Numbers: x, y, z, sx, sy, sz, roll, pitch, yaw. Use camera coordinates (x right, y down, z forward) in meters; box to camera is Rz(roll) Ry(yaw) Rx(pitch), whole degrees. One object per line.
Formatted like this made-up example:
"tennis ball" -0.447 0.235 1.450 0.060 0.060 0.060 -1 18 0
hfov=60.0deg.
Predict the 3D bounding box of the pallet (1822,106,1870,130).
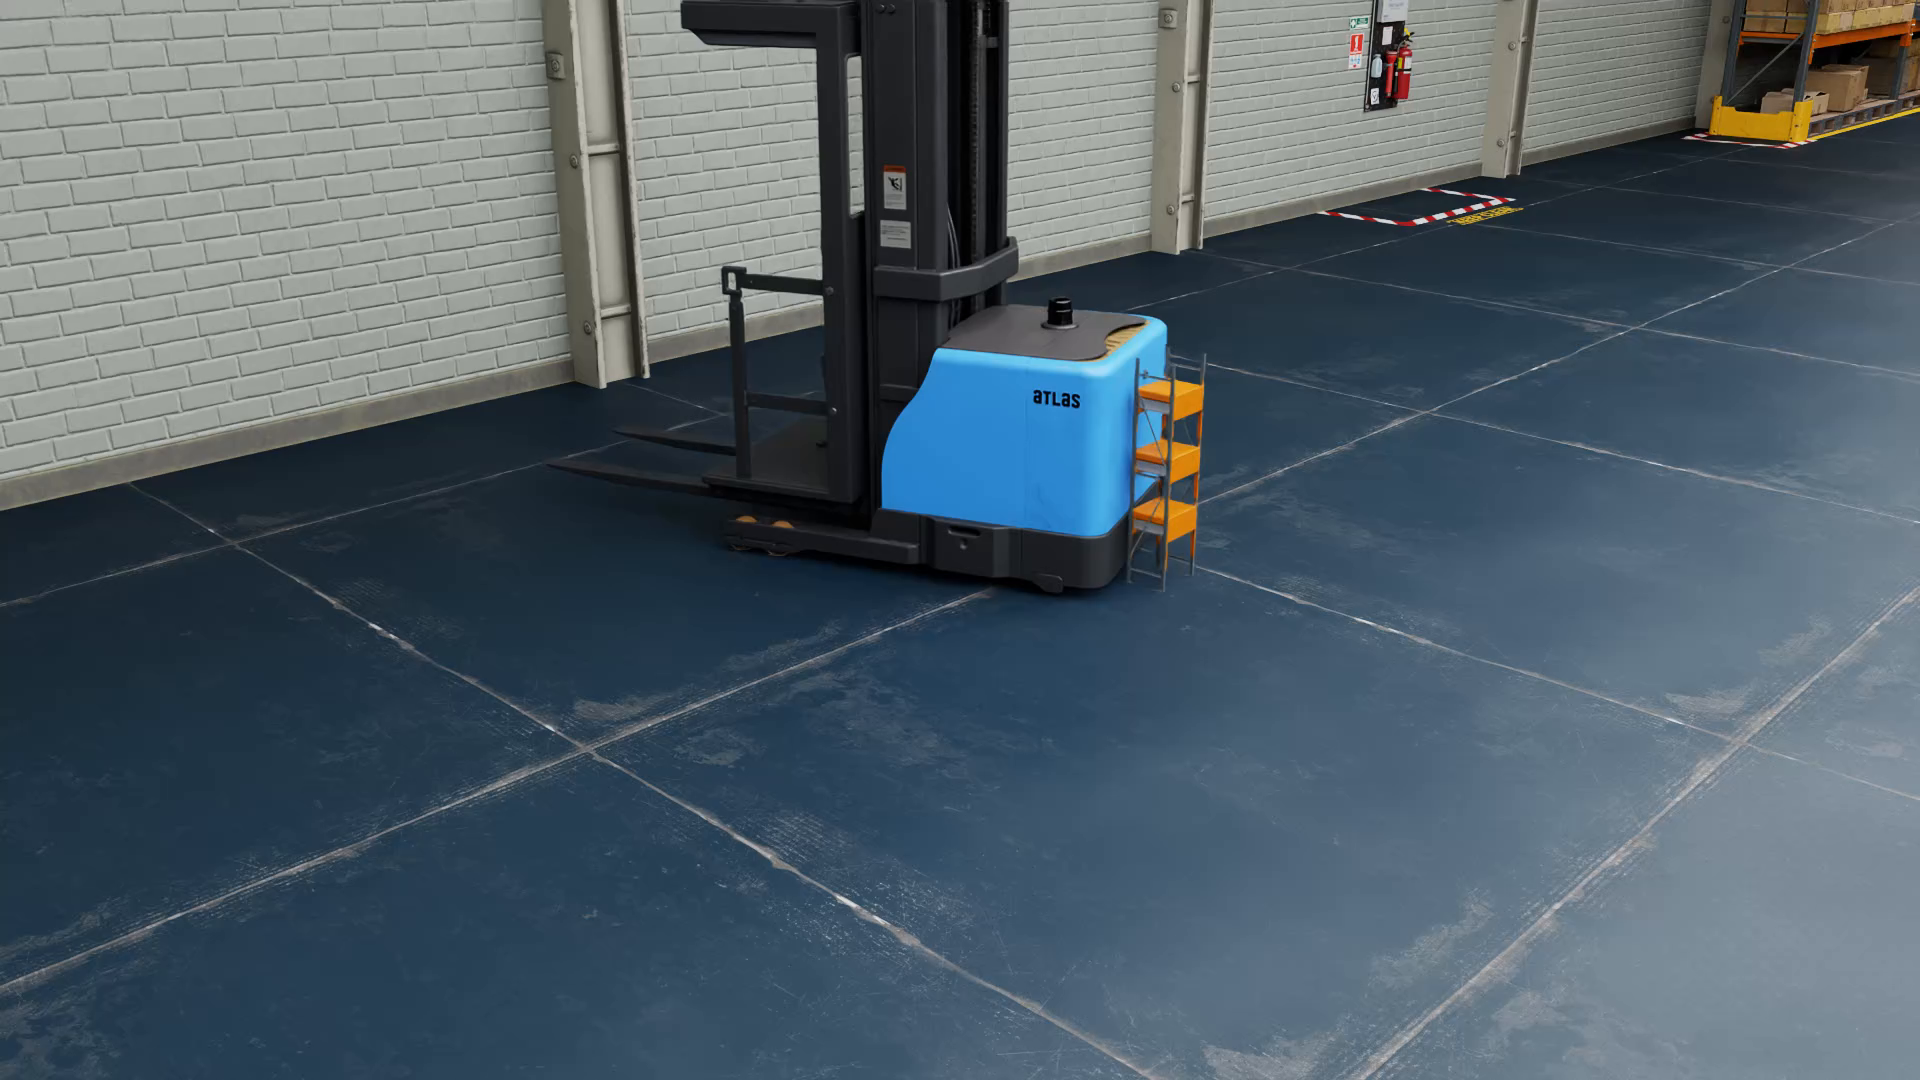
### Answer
"pallet" 11.920 -5.911 23.160 1.003 0.211 1.213 19 28 41

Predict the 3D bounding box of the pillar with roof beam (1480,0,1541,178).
"pillar with roof beam" 9.191 -7.258 14.416 9.100 9.000 0.400 19 28 41

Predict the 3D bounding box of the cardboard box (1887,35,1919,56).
"cardboard box" 14.381 -7.540 25.337 0.500 0.250 0.500 18 28 39

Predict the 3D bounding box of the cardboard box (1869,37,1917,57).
"cardboard box" 14.021 -7.406 24.986 0.500 0.250 0.500 19 28 40

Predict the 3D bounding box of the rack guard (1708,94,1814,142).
"rack guard" 10.477 -5.534 21.776 1.175 0.500 0.348 19 28 41

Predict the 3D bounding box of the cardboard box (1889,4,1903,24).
"cardboard box" 12.748 -7.325 23.133 0.500 0.250 0.500 19 28 41

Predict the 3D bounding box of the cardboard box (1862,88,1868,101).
"cardboard box" 12.863 -6.447 24.004 0.380 0.166 0.250 15 26 34

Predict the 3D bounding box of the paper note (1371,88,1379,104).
"paper note" 4.183 -4.470 16.752 0.016 0.148 0.142 19 28 41

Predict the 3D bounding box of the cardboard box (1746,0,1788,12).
"cardboard box" 10.601 -7.145 21.619 0.500 0.500 0.500 19 28 40

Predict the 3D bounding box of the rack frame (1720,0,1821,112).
"rack frame" 10.424 -6.681 21.277 1.000 3.000 0.127 19 28 41

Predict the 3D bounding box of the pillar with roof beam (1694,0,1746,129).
"pillar with roof beam" 13.377 -8.801 18.428 9.100 9.000 0.400 19 28 41

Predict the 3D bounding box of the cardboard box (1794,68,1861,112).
"cardboard box" 11.916 -6.198 22.890 0.700 0.500 0.500 17 27 37

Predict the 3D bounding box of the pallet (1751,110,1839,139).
"pallet" 11.069 -5.599 22.348 1.003 0.211 1.213 19 28 41

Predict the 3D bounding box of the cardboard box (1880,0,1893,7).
"cardboard box" 12.403 -7.543 22.656 0.500 0.500 0.500 18 28 39

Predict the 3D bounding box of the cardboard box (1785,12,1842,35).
"cardboard box" 10.992 -6.667 21.419 0.500 0.250 0.500 18 28 39

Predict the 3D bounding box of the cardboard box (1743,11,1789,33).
"cardboard box" 10.611 -6.789 21.739 0.500 0.250 0.500 -20 28 -41

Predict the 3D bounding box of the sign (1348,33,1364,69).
"sign" 3.896 -4.810 16.358 0.001 0.329 0.234 19 28 41

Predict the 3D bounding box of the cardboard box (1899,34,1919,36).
"cardboard box" 14.742 -7.664 25.659 0.500 0.250 0.500 19 28 40

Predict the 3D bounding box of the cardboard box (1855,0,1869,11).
"cardboard box" 11.689 -7.274 21.954 0.500 0.500 0.500 18 27 39

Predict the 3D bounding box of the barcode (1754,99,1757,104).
"barcode" 10.697 -5.896 22.355 0.001 0.075 0.075 19 28 41

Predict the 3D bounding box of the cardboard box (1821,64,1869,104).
"cardboard box" 12.519 -6.471 23.601 0.500 0.500 0.500 17 27 37

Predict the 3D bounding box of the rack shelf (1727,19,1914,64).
"rack shelf" 11.819 -6.860 22.743 1.077 0.370 4.000 19 28 41

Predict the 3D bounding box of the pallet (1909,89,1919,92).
"pallet" 14.608 -6.924 25.793 1.003 0.211 1.213 19 28 41

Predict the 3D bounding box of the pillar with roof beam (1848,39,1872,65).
"pillar with roof beam" 17.563 -10.343 22.441 9.100 9.000 0.400 19 28 41

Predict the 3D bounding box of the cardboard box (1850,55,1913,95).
"cardboard box" 13.716 -6.941 24.824 0.500 0.500 0.700 -19 28 -40

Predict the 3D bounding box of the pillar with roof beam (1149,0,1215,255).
"pillar with roof beam" 5.006 -5.716 10.403 9.100 9.000 0.400 19 28 41

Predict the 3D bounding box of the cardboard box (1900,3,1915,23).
"cardboard box" 13.101 -7.451 23.461 0.500 0.250 0.500 19 28 41

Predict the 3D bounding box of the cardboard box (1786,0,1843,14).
"cardboard box" 10.972 -7.018 21.289 0.500 0.500 0.500 19 28 41

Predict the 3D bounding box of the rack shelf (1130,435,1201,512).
"rack shelf" 0.915 -0.299 7.417 0.215 0.259 0.240 16 26 36

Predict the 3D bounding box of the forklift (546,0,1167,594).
"forklift" -0.584 -1.454 7.771 3.031 2.935 1.130 8 23 21

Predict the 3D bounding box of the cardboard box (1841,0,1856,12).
"cardboard box" 11.324 -7.143 21.613 0.500 0.500 0.500 19 28 41

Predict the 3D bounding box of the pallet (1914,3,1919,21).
"pallet" 13.852 -7.780 24.402 1.003 0.211 1.213 19 28 41

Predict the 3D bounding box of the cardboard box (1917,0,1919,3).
"cardboard box" 13.594 -8.084 24.173 0.700 0.500 0.500 19 28 41

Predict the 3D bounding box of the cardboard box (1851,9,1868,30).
"cardboard box" 11.704 -6.933 22.113 0.500 0.250 0.500 19 28 40

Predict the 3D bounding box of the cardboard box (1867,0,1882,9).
"cardboard box" 12.041 -7.410 22.307 0.500 0.500 0.500 -19 28 -40

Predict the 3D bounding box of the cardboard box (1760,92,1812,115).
"cardboard box" 10.971 -5.787 22.084 0.500 0.311 0.500 15 26 35

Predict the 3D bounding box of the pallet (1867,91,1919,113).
"pallet" 13.757 -6.608 24.974 1.003 0.211 1.213 19 28 41

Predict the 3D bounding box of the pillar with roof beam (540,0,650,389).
"pillar with roof beam" 0.820 -4.174 6.390 9.100 9.000 0.400 19 28 41

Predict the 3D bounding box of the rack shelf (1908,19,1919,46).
"rack shelf" 14.610 -7.888 25.418 1.077 0.370 4.000 19 28 41

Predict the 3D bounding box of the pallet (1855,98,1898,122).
"pallet" 12.771 -6.226 23.980 1.003 0.211 1.213 19 28 41

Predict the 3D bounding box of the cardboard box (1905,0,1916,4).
"cardboard box" 13.106 -7.800 23.323 0.500 0.500 0.500 19 28 41

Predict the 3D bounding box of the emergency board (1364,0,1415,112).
"emergency board" 4.356 -4.910 16.667 0.194 1.169 0.643 19 28 41

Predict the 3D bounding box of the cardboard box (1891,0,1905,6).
"cardboard box" 12.762 -7.670 22.985 0.500 0.500 0.500 19 28 40

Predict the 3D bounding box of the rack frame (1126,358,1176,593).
"rack frame" 0.838 -0.276 7.325 0.200 1.050 0.008 16 26 36

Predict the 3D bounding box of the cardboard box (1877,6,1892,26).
"cardboard box" 12.408 -7.192 22.787 0.500 0.250 0.500 19 28 40

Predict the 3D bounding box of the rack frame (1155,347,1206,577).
"rack frame" 0.992 -0.343 7.502 0.200 1.050 0.008 16 26 36

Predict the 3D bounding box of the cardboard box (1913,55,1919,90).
"cardboard box" 14.425 -7.208 25.517 0.700 0.500 0.500 20 28 41

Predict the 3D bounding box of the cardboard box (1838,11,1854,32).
"cardboard box" 11.344 -6.804 21.776 0.500 0.250 0.500 18 28 39

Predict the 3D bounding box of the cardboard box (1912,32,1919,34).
"cardboard box" 15.097 -7.797 26.006 0.500 0.250 0.500 -20 28 -41

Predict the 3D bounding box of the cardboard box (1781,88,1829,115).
"cardboard box" 11.369 -5.933 22.465 0.500 0.311 0.500 -17 27 -38

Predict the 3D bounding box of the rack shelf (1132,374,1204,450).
"rack shelf" 0.916 -0.565 7.317 0.215 0.259 0.240 16 26 36

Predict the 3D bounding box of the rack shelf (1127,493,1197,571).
"rack shelf" 0.914 -0.039 7.516 0.215 0.259 0.240 16 26 36

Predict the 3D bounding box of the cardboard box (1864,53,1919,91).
"cardboard box" 14.041 -7.087 25.203 0.700 0.500 0.500 19 28 40

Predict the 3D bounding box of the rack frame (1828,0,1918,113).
"rack frame" 13.214 -7.710 23.952 1.000 3.000 0.127 19 28 41

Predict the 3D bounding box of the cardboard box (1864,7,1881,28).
"cardboard box" 12.058 -7.062 22.449 0.500 0.250 0.500 20 28 41

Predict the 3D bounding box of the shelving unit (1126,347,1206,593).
"shelving unit" 0.915 -0.309 7.414 0.215 1.050 0.252 16 26 36

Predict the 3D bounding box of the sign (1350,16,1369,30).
"sign" 3.906 -5.056 16.261 0.001 0.109 0.331 19 28 41
